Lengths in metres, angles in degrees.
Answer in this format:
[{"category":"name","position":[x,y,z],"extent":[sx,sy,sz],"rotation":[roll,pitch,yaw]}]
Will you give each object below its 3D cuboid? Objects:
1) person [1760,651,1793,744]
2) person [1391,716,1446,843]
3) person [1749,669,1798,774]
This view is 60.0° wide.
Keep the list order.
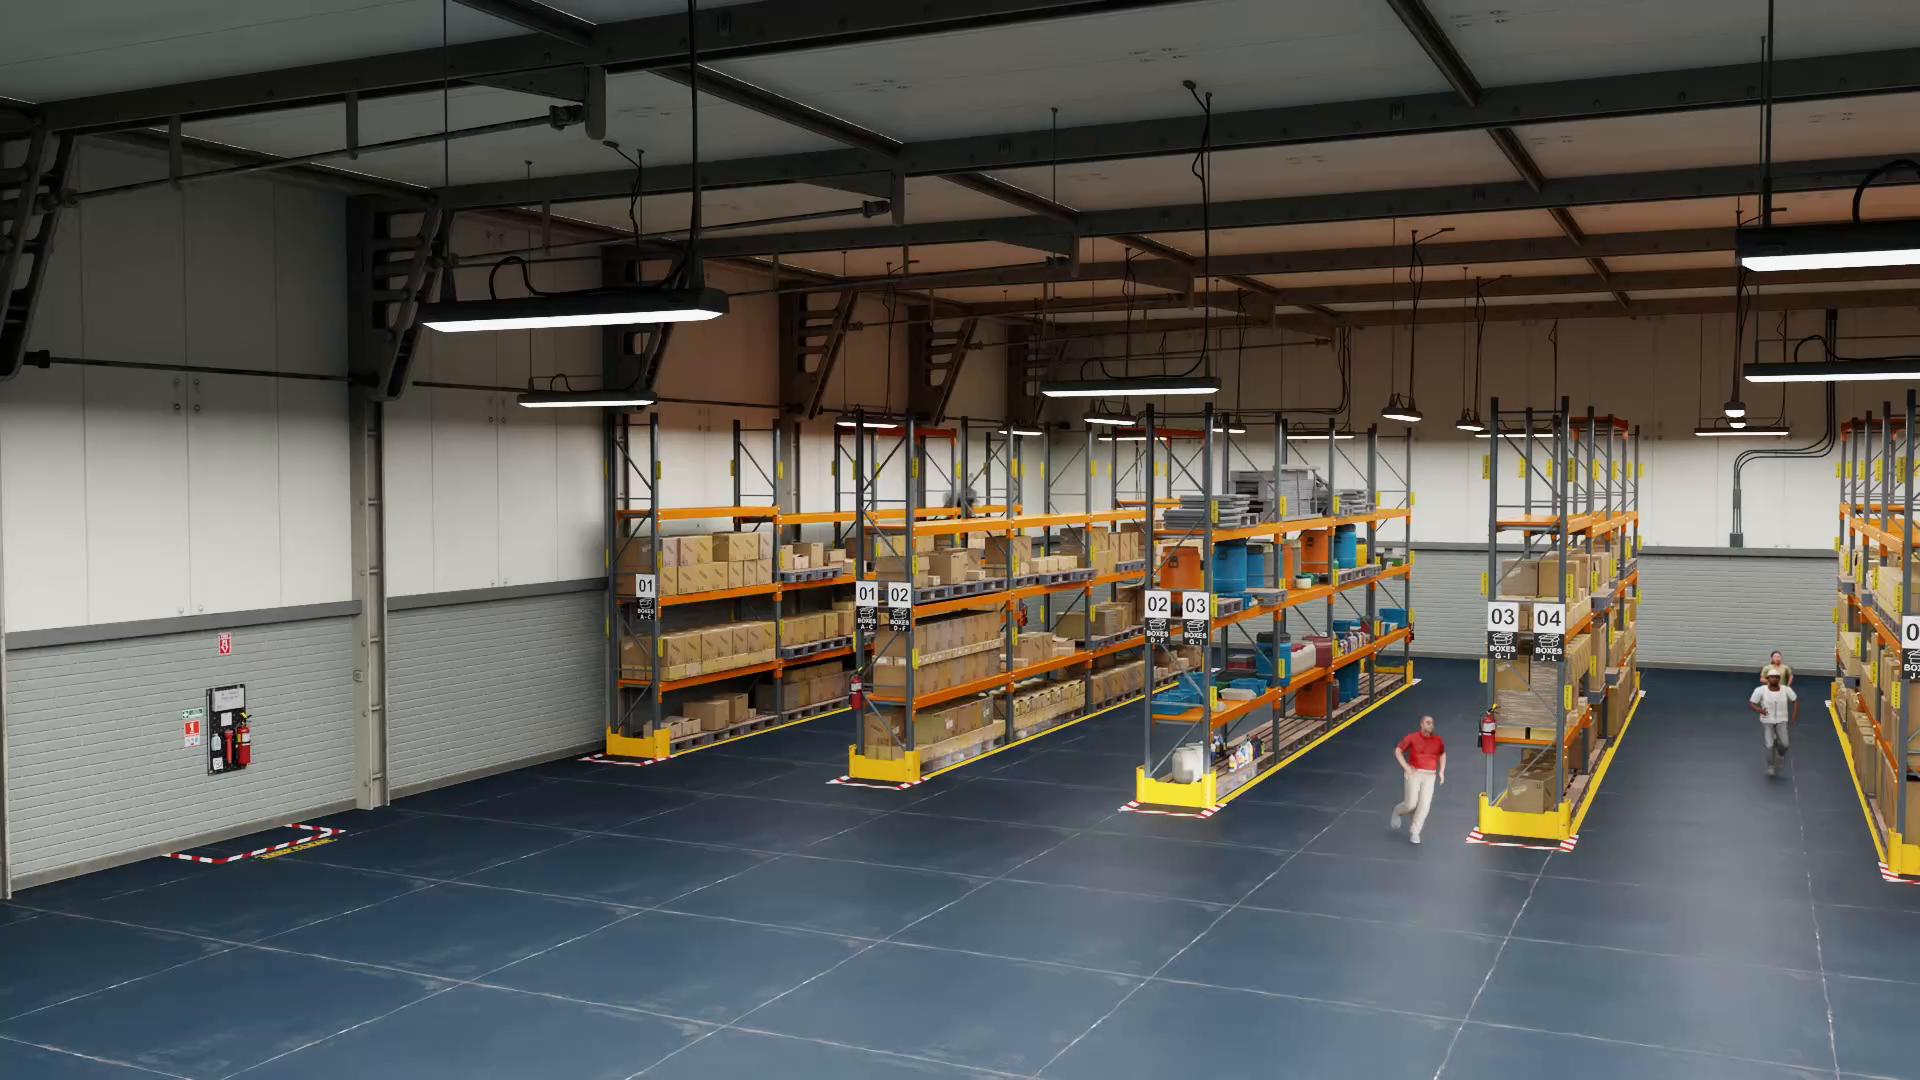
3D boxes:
[{"category":"person","position":[14.956,2.882,30.468],"extent":[0.559,1.716,0.698],"rotation":[1,3,24]},{"category":"person","position":[6.282,3.220,22.571],"extent":[0.715,1.665,0.765],"rotation":[0,2,-5]},{"category":"person","position":[13.343,2.984,27.239],"extent":[0.757,1.732,0.558],"rotation":[1,3,18]}]
